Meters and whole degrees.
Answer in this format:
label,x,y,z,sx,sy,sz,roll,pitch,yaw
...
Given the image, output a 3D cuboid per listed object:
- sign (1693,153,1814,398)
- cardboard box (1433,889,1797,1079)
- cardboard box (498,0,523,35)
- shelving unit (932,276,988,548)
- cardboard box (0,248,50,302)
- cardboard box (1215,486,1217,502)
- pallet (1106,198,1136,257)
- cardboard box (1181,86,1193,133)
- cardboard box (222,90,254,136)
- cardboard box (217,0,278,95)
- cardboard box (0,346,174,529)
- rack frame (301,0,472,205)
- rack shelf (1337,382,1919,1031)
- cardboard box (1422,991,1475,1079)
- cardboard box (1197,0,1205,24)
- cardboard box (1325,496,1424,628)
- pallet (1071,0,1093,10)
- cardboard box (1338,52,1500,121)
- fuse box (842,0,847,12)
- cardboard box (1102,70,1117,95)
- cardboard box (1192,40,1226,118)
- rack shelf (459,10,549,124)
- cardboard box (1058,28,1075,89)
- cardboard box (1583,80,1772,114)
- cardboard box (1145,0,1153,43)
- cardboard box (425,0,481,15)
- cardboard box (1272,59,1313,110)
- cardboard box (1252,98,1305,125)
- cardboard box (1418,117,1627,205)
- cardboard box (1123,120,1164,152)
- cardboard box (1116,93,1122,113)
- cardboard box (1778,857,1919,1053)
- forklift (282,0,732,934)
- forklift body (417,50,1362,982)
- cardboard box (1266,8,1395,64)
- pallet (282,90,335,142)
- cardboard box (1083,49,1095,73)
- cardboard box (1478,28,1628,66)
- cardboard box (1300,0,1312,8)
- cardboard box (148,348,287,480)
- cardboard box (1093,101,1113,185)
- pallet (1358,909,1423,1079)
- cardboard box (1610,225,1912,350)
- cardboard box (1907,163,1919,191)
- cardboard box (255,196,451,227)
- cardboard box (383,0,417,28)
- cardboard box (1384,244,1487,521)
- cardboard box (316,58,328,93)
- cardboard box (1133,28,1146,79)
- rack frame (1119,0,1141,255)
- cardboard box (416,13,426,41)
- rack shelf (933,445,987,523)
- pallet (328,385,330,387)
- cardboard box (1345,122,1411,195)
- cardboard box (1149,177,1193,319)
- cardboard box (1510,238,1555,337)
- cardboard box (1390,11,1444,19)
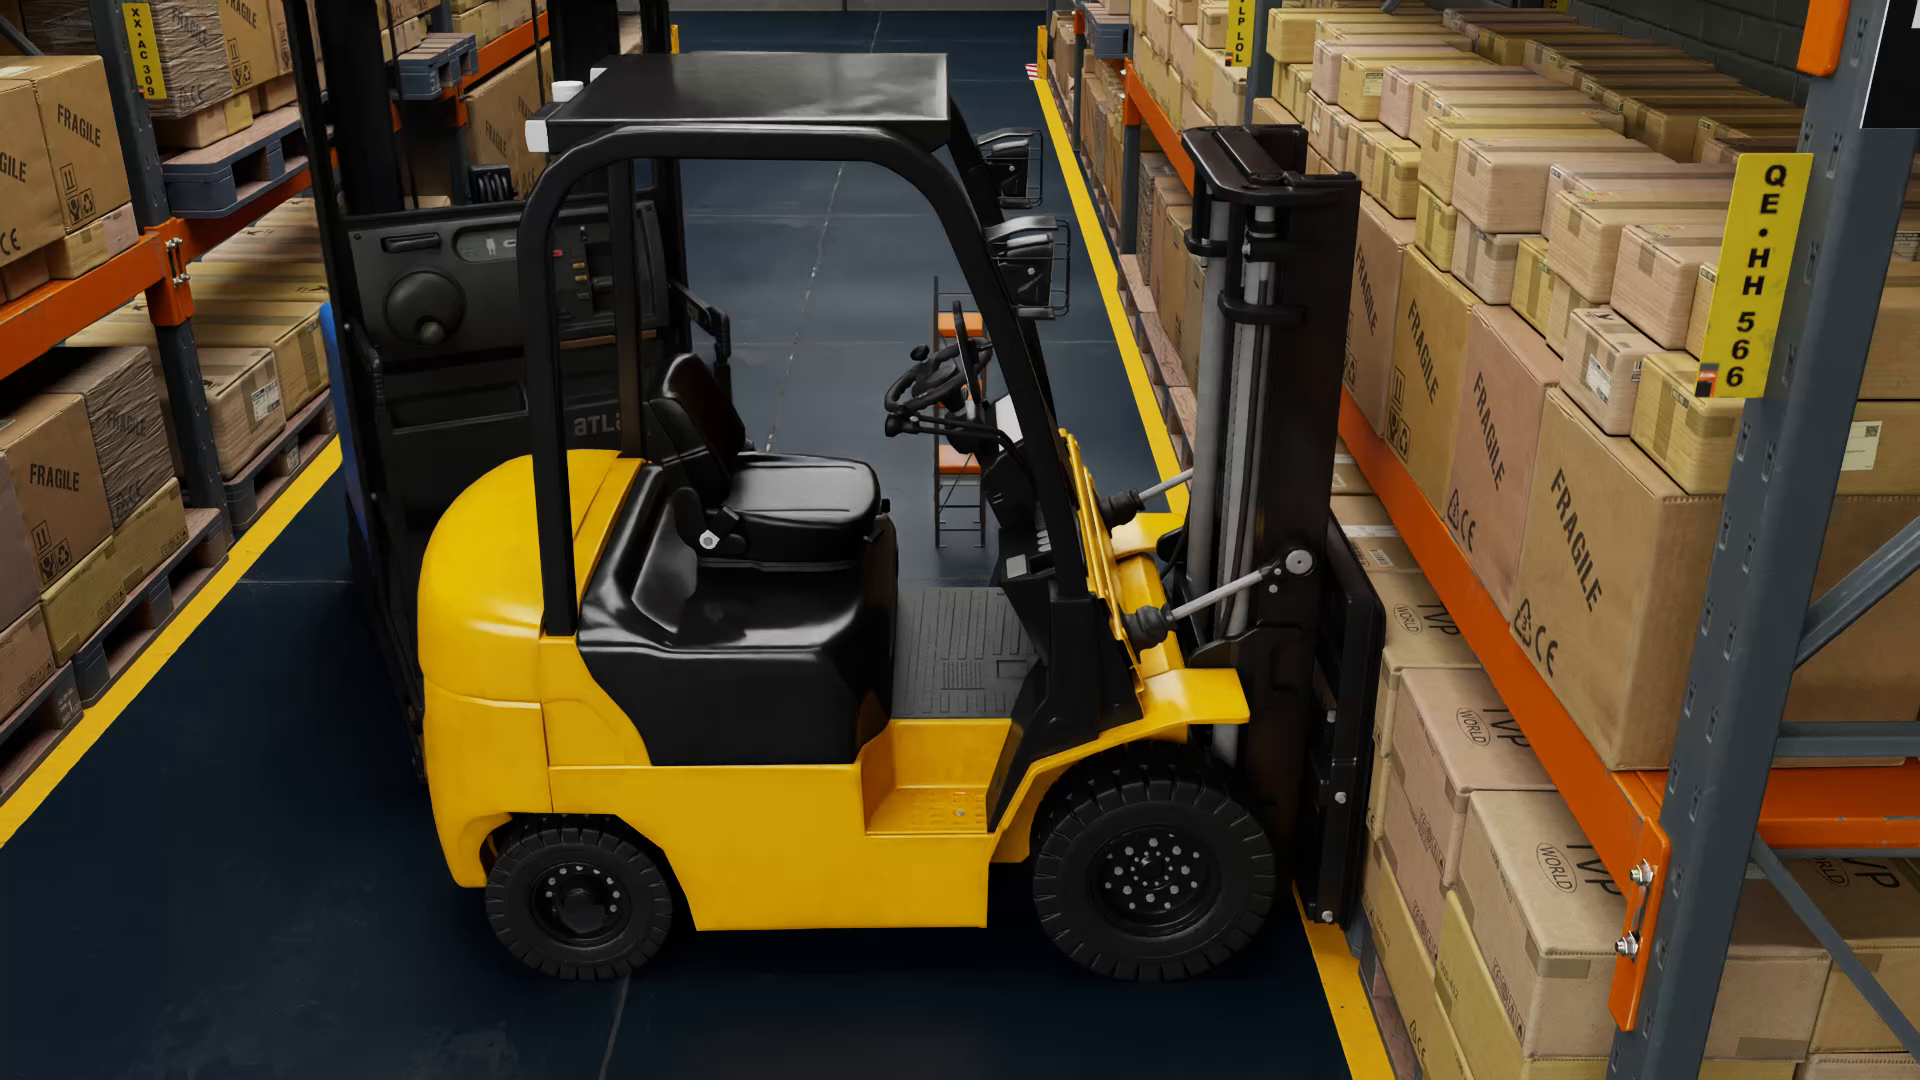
label,x,y,z,sx,sy,sz,roll,pitch,yaw
sign,1.036,-0.340,2.170,0.100,0.325,0.005,0,24,-1
cardboard box,1.261,0.933,3.267,0.500,0.250,0.500,-1,24,-1
cardboard box,-3.248,-3.536,11.111,0.500,0.250,0.500,1,24,1
shelving unit,-0.001,-0.500,6.582,0.215,1.050,0.252,0,24,-1
cardboard box,-3.185,-0.870,5.338,0.380,0.149,0.250,0,24,0
cardboard box,1.210,-0.087,6.130,0.500,0.250,0.500,0,24,0
pallet,1.522,-2.035,10.994,1.003,0.211,1.213,0,24,-1
cardboard box,1.283,-1.900,7.492,0.500,0.250,0.500,0,24,0
cardboard box,-3.112,-1.735,6.741,0.380,0.149,0.250,0,24,1
cardboard box,-3.152,-2.099,6.759,0.500,0.500,0.500,0,24,0
cardboard box,-3.153,-0.363,5.831,0.500,0.500,0.500,-1,24,-1
rack frame,-3.471,-2.974,9.686,1.000,3.000,0.127,0,24,-1
rack shelf,1.557,-0.198,4.420,1.077,0.370,4.000,0,24,-1
cardboard box,1.258,1.168,3.355,0.500,0.250,0.500,0,24,0
cardboard box,1.266,-2.357,7.413,0.380,0.149,0.250,0,24,0
cardboard box,1.237,0.089,4.527,0.500,0.250,0.500,-1,24,-2
pallet,1.348,-4.229,12.693,1.003,0.211,1.213,0,24,-1
cardboard box,1.277,-1.268,4.644,0.380,0.149,0.250,-1,24,-1
fuse box,-1.542,-7.956,22.265,0.539,1.711,0.414,0,24,-1
cardboard box,1.263,-3.410,12.386,0.380,0.149,0.250,0,24,-1
cardboard box,1.262,-1.922,6.936,0.500,0.250,0.500,-1,24,-2
rack shelf,-3.493,-3.470,11.656,1.077,0.370,4.000,0,24,-1
cardboard box,1.193,-4.524,15.636,0.500,0.500,0.500,0,24,0
cardboard box,1.794,-1.064,4.193,0.380,0.149,0.250,0,24,1
cardboard box,1.257,-2.767,8.804,0.500,0.250,0.500,0,24,1
cardboard box,-3.230,-3.343,10.078,0.500,0.250,0.500,0,24,-1
cardboard box,1.276,-1.558,5.647,0.380,0.149,0.250,-1,24,-1
cardboard box,1.279,-1.211,5.667,0.500,0.500,0.500,-1,24,-2
cardboard box,1.250,-0.850,3.720,0.380,0.149,0.250,0,24,0
cardboard box,1.233,-2.548,10.481,0.380,0.149,0.250,-1,24,-3
cardboard box,1.280,-2.981,11.438,0.380,0.149,0.250,-1,24,-1
cardboard box,1.763,0.706,3.164,0.500,0.250,0.500,-1,24,-1
forklift,-1.281,-0.790,4.941,1.130,2.935,3.031,-11,27,-23
forklift body,-0.266,-0.088,4.334,2.313,2.155,1.214,0,24,-1
cardboard box,1.242,-1.694,5.585,0.380,0.149,0.250,0,24,1
pallet,-3.409,-2.071,7.922,1.003,0.211,1.213,0,24,-1
cardboard box,1.186,-3.845,13.348,0.380,0.149,0.250,1,24,2
cardboard box,1.819,-1.484,5.121,0.380,0.149,0.250,0,24,-1
cardboard box,1.776,-2.465,7.652,0.380,0.149,0.250,0,24,0
cardboard box,-3.436,-0.536,6.974,0.950,0.372,0.625,0,24,0
cardboard box,1.245,-2.860,11.956,0.500,0.500,0.500,-1,24,-2
pallet,1.529,1.254,3.721,1.003,0.211,1.213,0,24,-1
cardboard box,1.331,-0.426,2.783,0.380,0.149,0.250,0,24,0
cardboard box,1.815,-0.636,3.247,0.380,0.149,0.250,0,24,0
cardboard box,-3.475,-1.735,9.626,0.950,0.372,0.625,-2,24,-4
cardboard box,-3.172,-2.948,8.635,0.500,0.500,0.500,-1,24,-1
cardboard box,1.309,-0.374,3.815,0.500,0.500,0.500,-1,24,-2
cardboard box,-3.104,-2.169,7.701,0.380,0.149,0.250,1,24,1
cardboard box,1.252,-2.746,9.363,0.500,0.250,0.500,0,24,0
rack frame,1.492,-2.998,9.739,1.000,3.000,0.127,0,24,-1
cardboard box,-3.157,-2.807,9.111,0.380,0.149,0.250,0,24,0
rack shelf,-0.001,-0.238,6.701,0.215,0.259,0.240,0,24,-1
pallet,-3.454,-0.880,8.440,1.003,0.211,1.213,0,24,-1
cardboard box,1.261,-1.031,4.481,0.380,0.149,0.250,-1,24,-2
cardboard box,1.500,-1.581,8.978,0.875,0.625,0.625,1,24,1
cardboard box,1.330,-0.499,3.304,0.380,0.149,0.250,0,24,-1
cardboard box,1.794,-2.050,6.735,0.380,0.149,0.250,0,24,-1
